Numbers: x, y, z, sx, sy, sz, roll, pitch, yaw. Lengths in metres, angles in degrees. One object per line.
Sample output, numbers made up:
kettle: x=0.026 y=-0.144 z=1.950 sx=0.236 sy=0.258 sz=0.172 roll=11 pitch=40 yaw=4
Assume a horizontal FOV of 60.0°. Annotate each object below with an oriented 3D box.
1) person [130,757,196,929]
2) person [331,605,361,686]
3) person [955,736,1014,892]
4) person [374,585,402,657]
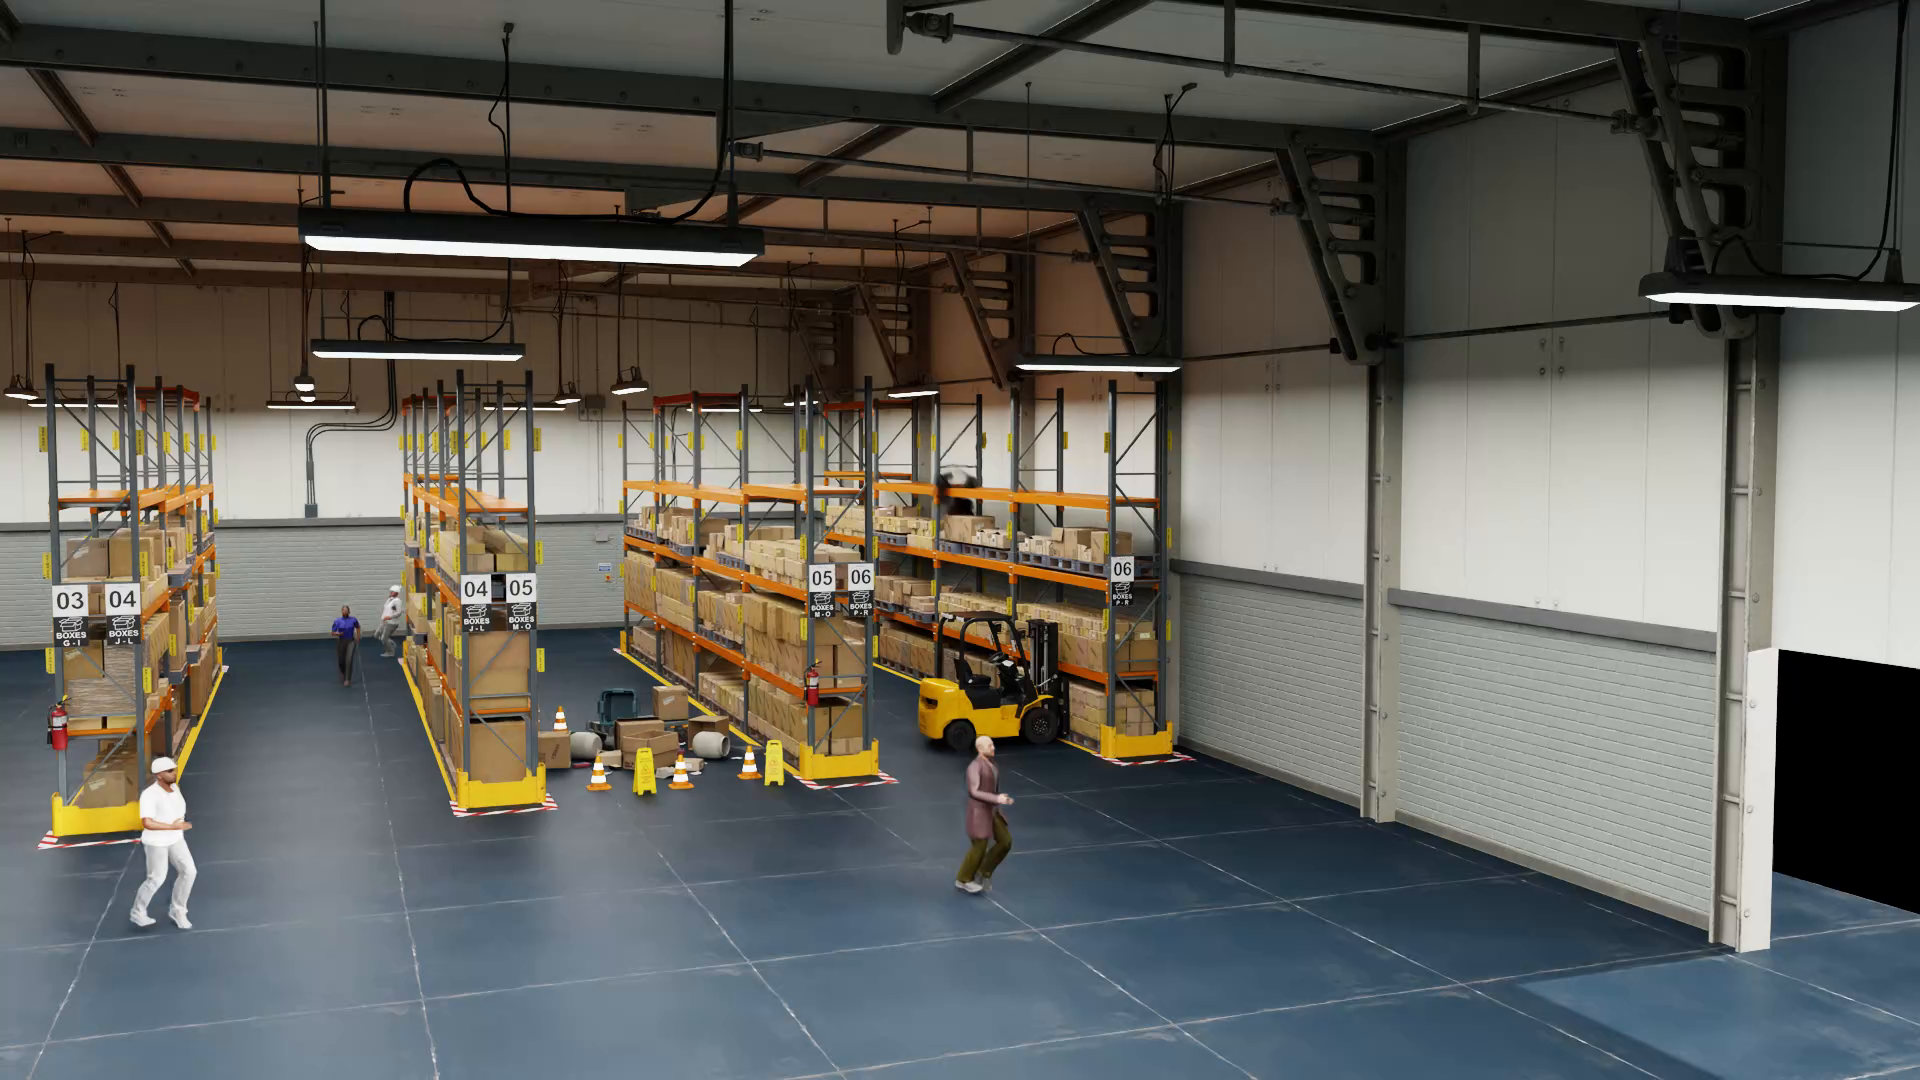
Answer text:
person: x=-8.162 y=3.142 z=17.090 sx=0.744 sy=1.841 sz=0.720 roll=1 pitch=3 yaw=10
person: x=-12.689 y=2.167 z=34.337 sx=0.553 sy=1.622 sz=0.868 roll=-1 pitch=4 yaw=-20
person: x=0.297 y=3.055 z=18.427 sx=0.744 sy=1.798 sz=0.732 roll=2 pitch=4 yaw=28
person: x=-13.292 y=1.896 z=38.645 sx=0.537 sy=1.698 sz=0.724 roll=-2 pitch=4 yaw=-36
